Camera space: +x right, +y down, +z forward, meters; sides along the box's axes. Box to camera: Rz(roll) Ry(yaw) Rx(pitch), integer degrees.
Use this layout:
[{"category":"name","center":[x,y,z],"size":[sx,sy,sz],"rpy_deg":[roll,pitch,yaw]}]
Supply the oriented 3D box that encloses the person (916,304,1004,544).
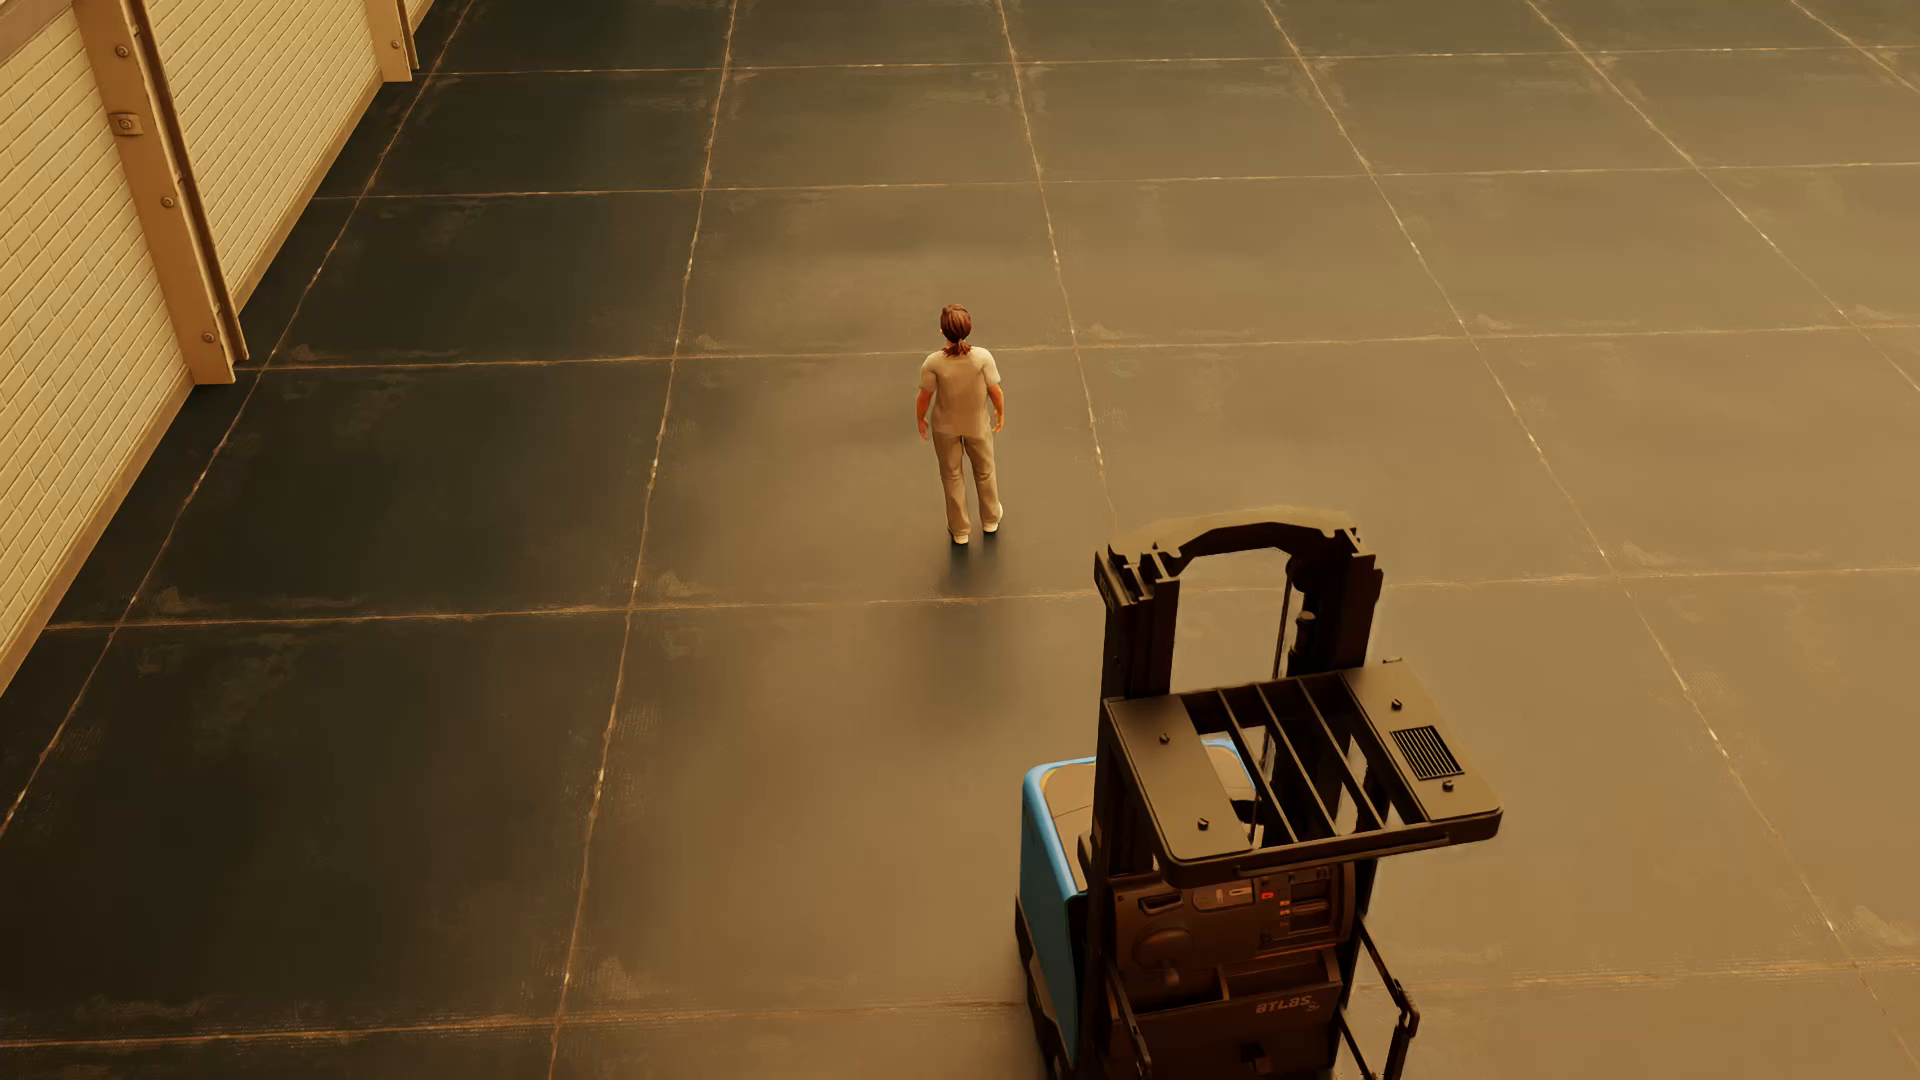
[{"category":"person","center":[0.010,-0.727,10.063],"size":[0.549,1.673,0.548],"rpy_deg":[-2,36,-2]}]

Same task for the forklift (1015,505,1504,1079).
[{"category":"forklift","center":[1.066,1.469,5.993],"size":[1.130,2.935,3.031],"rpy_deg":[-7,37,-10]}]
